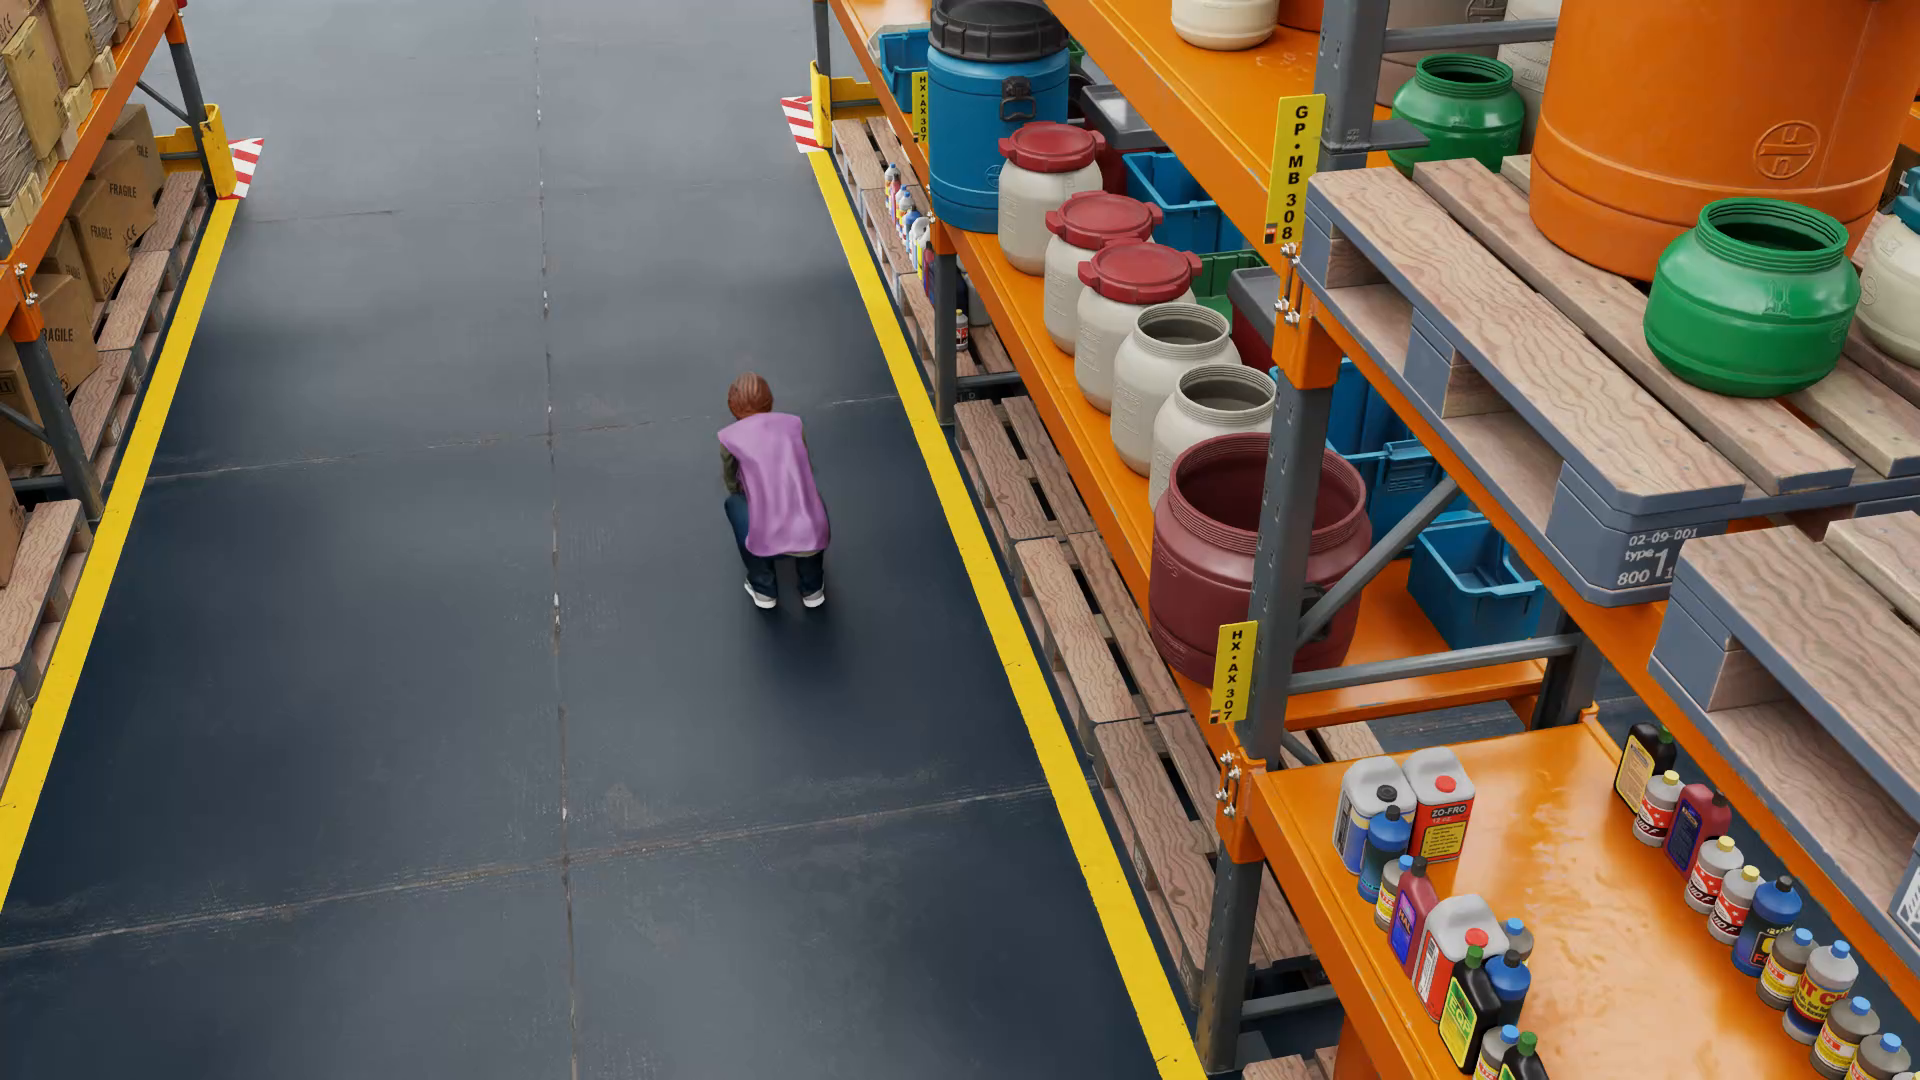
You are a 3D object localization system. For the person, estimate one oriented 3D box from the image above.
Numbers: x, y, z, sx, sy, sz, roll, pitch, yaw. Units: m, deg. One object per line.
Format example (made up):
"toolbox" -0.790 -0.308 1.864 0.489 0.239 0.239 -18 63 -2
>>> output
"person" -0.786 -0.194 7.054 0.425 0.898 0.816 -8 36 -11
